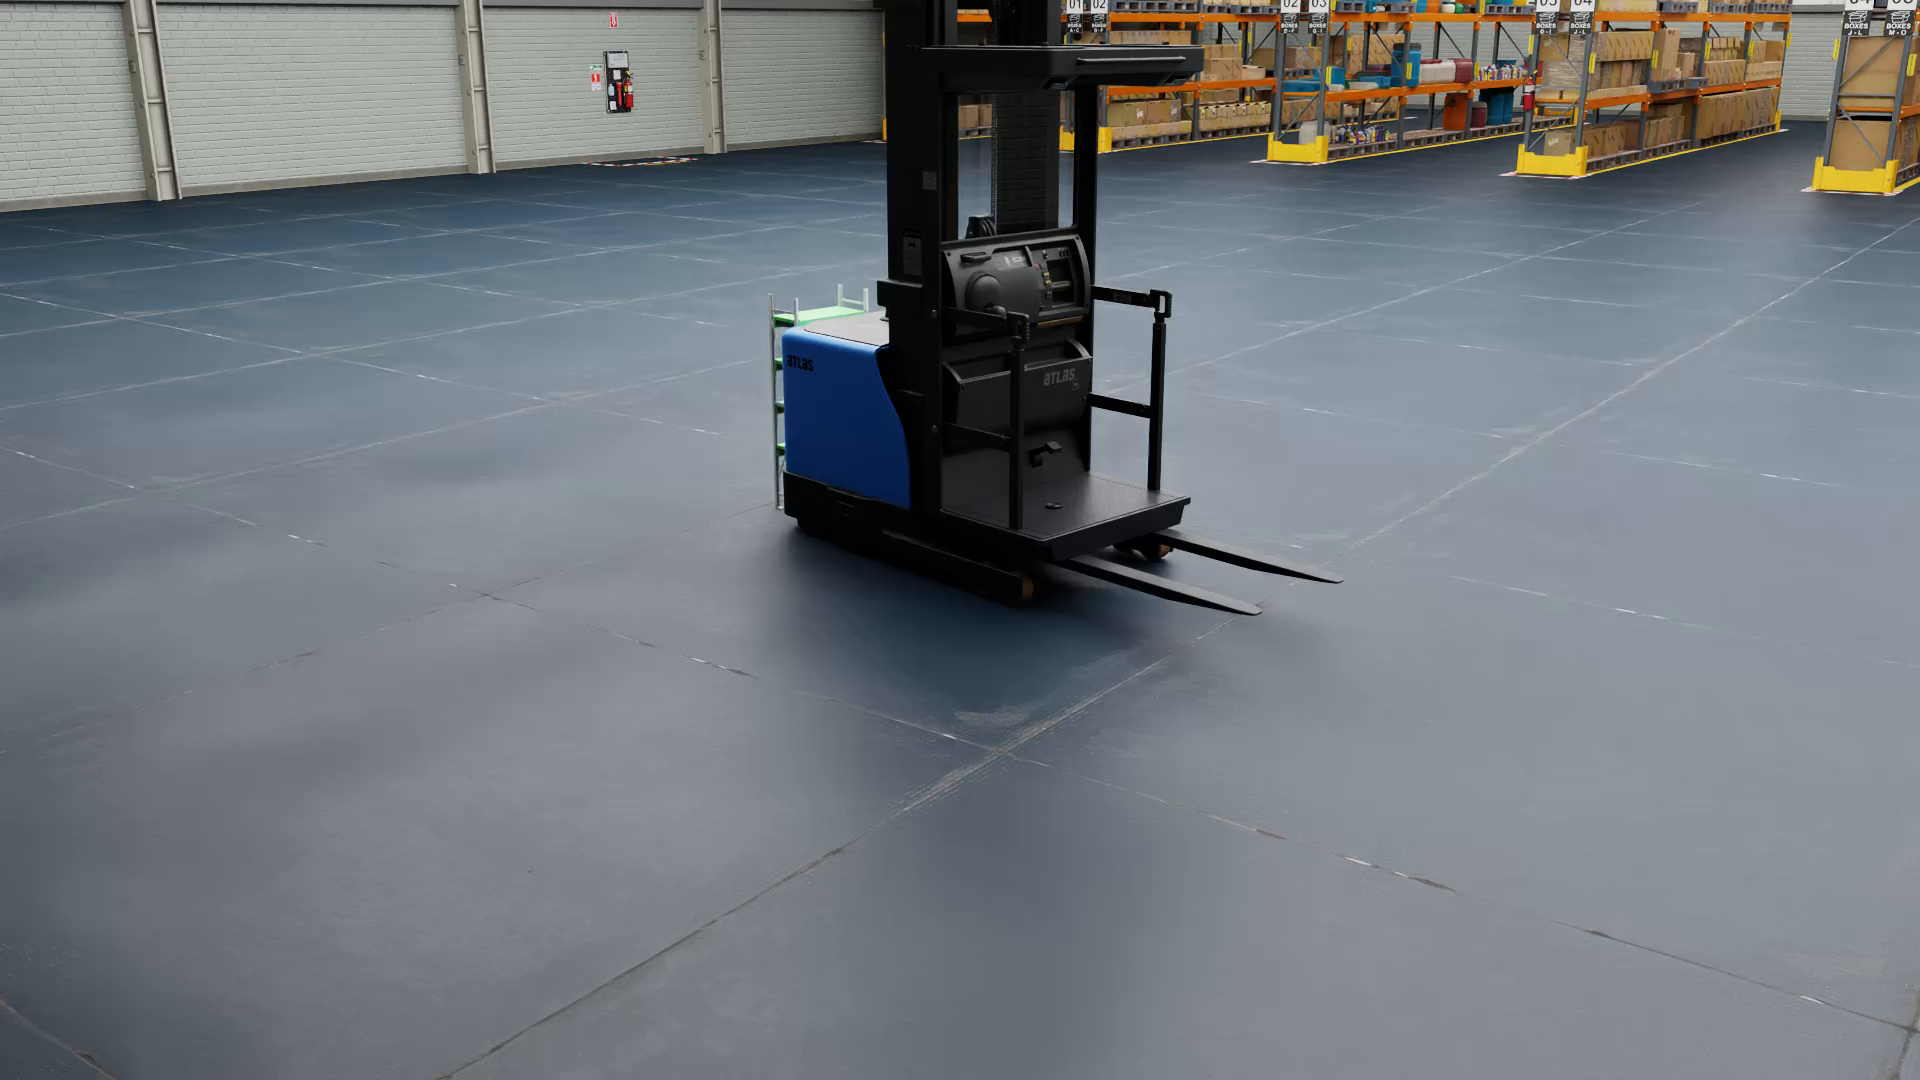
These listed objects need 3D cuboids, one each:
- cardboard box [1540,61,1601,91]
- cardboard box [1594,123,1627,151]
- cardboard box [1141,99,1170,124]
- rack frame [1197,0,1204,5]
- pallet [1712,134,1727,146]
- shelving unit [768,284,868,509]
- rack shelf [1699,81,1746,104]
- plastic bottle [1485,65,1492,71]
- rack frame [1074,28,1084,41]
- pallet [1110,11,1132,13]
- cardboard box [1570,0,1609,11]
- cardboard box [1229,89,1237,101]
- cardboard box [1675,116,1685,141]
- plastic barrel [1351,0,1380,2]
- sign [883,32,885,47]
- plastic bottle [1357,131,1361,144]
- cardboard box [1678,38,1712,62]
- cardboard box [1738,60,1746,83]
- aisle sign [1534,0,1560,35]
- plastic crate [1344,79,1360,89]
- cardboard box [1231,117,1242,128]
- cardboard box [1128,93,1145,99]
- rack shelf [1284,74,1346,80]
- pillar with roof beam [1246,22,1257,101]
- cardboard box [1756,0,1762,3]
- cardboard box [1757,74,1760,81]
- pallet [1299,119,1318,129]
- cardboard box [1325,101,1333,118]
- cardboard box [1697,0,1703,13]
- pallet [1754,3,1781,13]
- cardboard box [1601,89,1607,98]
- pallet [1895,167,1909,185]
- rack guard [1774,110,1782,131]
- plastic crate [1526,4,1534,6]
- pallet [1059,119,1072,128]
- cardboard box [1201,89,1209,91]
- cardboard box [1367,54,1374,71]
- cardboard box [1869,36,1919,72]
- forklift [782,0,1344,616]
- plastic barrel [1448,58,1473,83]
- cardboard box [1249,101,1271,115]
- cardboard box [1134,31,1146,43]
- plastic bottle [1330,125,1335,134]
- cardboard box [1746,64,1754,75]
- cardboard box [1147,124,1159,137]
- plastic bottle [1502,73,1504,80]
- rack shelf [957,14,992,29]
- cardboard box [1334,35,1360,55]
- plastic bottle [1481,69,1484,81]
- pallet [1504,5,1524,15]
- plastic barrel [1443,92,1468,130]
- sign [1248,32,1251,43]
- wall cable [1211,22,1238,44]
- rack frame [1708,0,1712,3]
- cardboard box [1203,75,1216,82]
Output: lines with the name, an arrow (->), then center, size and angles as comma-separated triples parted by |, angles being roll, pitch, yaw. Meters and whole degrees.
cardboard box -> 10.993, -8.362, 29.942 | 0.875, 0.500, 0.500 | 12, 21, 35
cardboard box -> 12.756, -7.917, 32.687 | 0.500, 0.500, 0.500 | 12, 21, 33
cardboard box -> 4.370, -9.610, 37.295 | 0.500, 0.500, 0.500 | 12, 21, 35
rack frame -> 5.073, -13.615, 37.413 | 1.000, 3.000, 0.127 | 12, 21, 35
pallet -> 16.668, -9.083, 37.638 | 1.003, 0.211, 1.213 | 12, 21, 35
shelving unit -> -0.771, -0.781, 9.235 | 0.503, 1.200, 0.258 | -16, 23, -41
rack shelf -> 16.602, -10.084, 37.372 | 1.077, 0.370, 4.000 | 12, 21, 35
plastic bottle -> 12.672, -11.211, 39.872 | 0.144, 0.351, 0.185 | 12, 21, 35
rack frame -> 3.476, -12.577, 44.187 | 1.000, 3.000, 0.127 | 12, 21, 35
pallet -> 3.817, -14.082, 44.294 | 1.213, 0.211, 1.003 | 14, 22, 37
cardboard box -> 11.138, -9.476, 29.395 | 0.500, 0.250, 0.500 | 13, 22, 36
cardboard box -> 7.906, -13.305, 50.037 | 0.700, 0.500, 0.500 | 12, 21, 35
cardboard box -> 15.027, -8.805, 35.511 | 0.700, 0.500, 0.500 | 11, 20, 32
plastic barrel -> 8.370, -11.528, 34.197 | 0.600, 0.901, 0.708 | 12, 21, 35
sign -> -1.725, -11.478, 38.164 | 0.100, 0.325, 0.005 | 12, 21, 35
plastic bottle -> 8.200, -8.287, 34.229 | 0.097, 0.271, 0.097 | 0, 17, 0
cardboard box -> 15.859, -10.649, 36.119 | 0.797, 0.503, 0.637 | 13, 22, 37
cardboard box -> 17.734, -10.792, 38.270 | 0.500, 0.500, 0.500 | 12, 21, 35
aisle sign -> 10.365, -9.326, 29.333 | 0.394, 0.787, 0.004 | 12, 21, 35
plastic crate -> 8.013, -9.499, 34.632 | 0.450, 0.188, 0.662 | 12, 21, 35
cardboard box -> 6.428, -10.056, 39.997 | 0.500, 0.250, 0.500 | 13, 21, 36
cardboard box -> 4.546, -12.111, 45.601 | 0.750, 0.750, 0.750 | 12, 21, 34
rack shelf -> 8.648, -11.836, 43.011 | 1.077, 0.370, 4.000 | 12, 21, 35
pillar with roof beam -> 12.614, -17.383, 49.546 | 9.100, 9.000, 0.400 | 12, 21, 35
cardboard box -> 18.535, -12.957, 39.306 | 0.700, 0.500, 0.500 | 14, 22, 37
cardboard box -> 18.857, -11.045, 39.677 | 0.380, 0.149, 0.250 | 12, 21, 34
pallet -> 8.659, -10.831, 43.267 | 1.003, 0.211, 1.213 | 12, 21, 35
cardboard box -> 9.475, -11.387, 43.828 | 0.500, 0.500, 0.500 | 13, 21, 35
cardboard box -> 15.039, -11.035, 34.416 | 0.500, 0.250, 0.500 | 12, 21, 34
pallet -> 19.017, -12.777, 39.920 | 1.003, 0.211, 1.213 | 12, 21, 35
cardboard box -> 11.617, -8.186, 30.471 | 0.380, 0.149, 0.250 | 12, 21, 35
pallet -> 15.707, -6.307, 28.698 | 1.003, 0.211, 1.213 | 12, 21, 35
rack guard -> 20.191, -10.669, 42.256 | 1.175, 0.500, 0.348 | 12, 21, 35
plastic crate -> 14.630, -13.635, 42.734 | 0.437, 0.282, 0.530 | 12, 21, 35
pallet -> 2.282, -10.770, 43.070 | 1.003, 0.211, 1.213 | 12, 21, 35
cardboard box -> 7.048, -13.180, 48.541 | 0.380, 0.149, 0.250 | 12, 21, 33
cardboard box -> 10.965, -13.018, 45.437 | 0.500, 0.500, 0.500 | 12, 21, 34
cardboard box -> 15.515, -8.071, 27.602 | 0.875, 0.550, 0.550 | 12, 21, 35
forklift -> 0.431, -1.266, 7.878 | 1.130, 2.935, 3.031 | -16, 23, -41
plastic barrel -> 11.399, -10.727, 38.001 | 0.600, 0.536, 0.708 | 12, 21, 35
cardboard box -> 7.342, -10.690, 41.091 | 0.500, 0.311, 0.500 | 13, 22, 36
cardboard box -> 3.618, -10.833, 36.213 | 0.700, 0.500, 0.500 | 13, 21, 35
plastic bottle -> 7.758, -8.509, 34.813 | 0.144, 0.351, 0.185 | 13, 22, 37
cardboard box -> 18.284, -11.040, 38.988 | 0.500, 0.250, 0.500 | 12, 21, 34
cardboard box -> 4.083, -9.130, 37.015 | 0.500, 0.250, 0.500 | 12, 21, 35
plastic bottle -> 13.057, -11.206, 40.108 | 0.097, 0.201, 0.097 | 0, 17, 0
rack shelf -> -0.099, -12.237, 39.247 | 1.077, 0.370, 4.000 | 12, 21, 35
cardboard box -> 10.346, -13.243, 44.477 | 0.500, 0.500, 0.500 | 13, 22, 36
plastic bottle -> 12.225, -10.923, 39.071 | 0.152, 0.276, 0.135 | 12, 21, 35
pallet -> 12.754, -12.647, 39.672 | 1.003, 0.211, 1.213 | 12, 21, 35
plastic barrel -> 11.710, -10.110, 39.194 | 0.600, 0.830, 0.708 | 12, 21, 35
sign -> 8.670, -15.049, 49.796 | 0.100, 0.325, 0.005 | 12, 21, 35
wall cable -> 8.246, -15.440, 51.692 | 0.084, 1.984, 1.851 | 12, 21, 35
rack frame -> 15.410, -12.816, 34.841 | 1.000, 3.000, 0.127 | 12, 21, 35
cardboard box -> 5.765, -10.805, 38.903 | 0.380, 0.149, 0.250 | 12, 21, 35
